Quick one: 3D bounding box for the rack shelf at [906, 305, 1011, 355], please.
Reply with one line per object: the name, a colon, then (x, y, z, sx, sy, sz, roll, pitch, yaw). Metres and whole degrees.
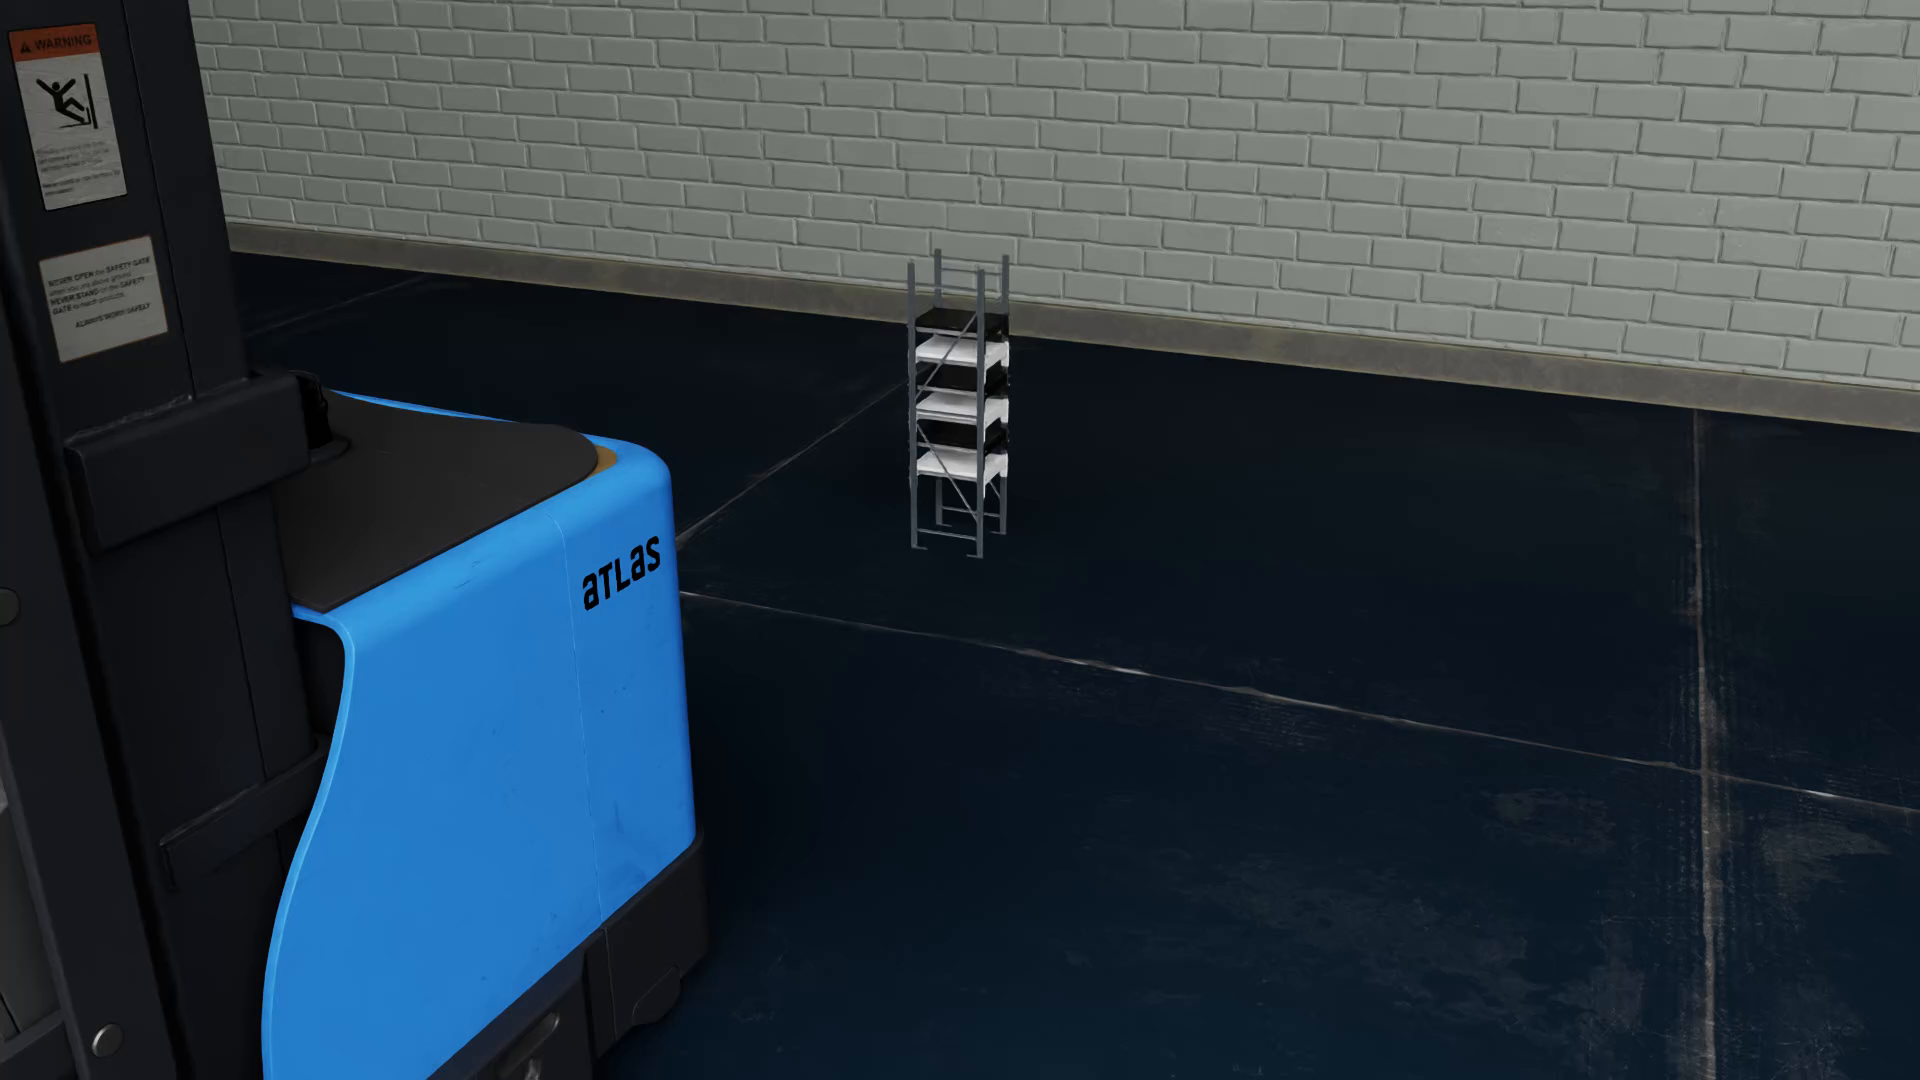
rack shelf: (-0.003, -0.631, 4.978, 0.258, 0.077, 0.200, 9, 24, 20)

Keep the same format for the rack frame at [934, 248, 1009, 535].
rack frame: (0.035, -0.449, 5.157, 0.240, 0.900, 0.006, 9, 24, 20)

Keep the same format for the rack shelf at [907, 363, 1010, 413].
rack shelf: (-0.003, -0.465, 5.048, 0.258, 0.077, 0.200, 9, 24, 20)

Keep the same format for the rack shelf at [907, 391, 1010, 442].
rack shelf: (-0.003, -0.382, 5.082, 0.258, 0.077, 0.200, 9, 24, 20)

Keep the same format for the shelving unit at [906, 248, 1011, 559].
shelving unit: (-0.003, -0.412, 5.070, 0.258, 0.900, 0.210, 9, 24, 20)

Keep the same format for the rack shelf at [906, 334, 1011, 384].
rack shelf: (-0.003, -0.548, 5.013, 0.258, 0.077, 0.200, 9, 24, 20)

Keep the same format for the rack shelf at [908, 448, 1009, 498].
rack shelf: (-0.003, -0.215, 5.152, 0.258, 0.077, 0.200, 9, 24, 20)

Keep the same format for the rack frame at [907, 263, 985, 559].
rack frame: (-0.041, -0.376, 4.983, 0.240, 0.900, 0.006, 9, 24, 20)

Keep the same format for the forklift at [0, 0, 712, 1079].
forklift: (-1.572, -0.091, 1.666, 1.130, 2.935, 3.031, 10, 25, 24)

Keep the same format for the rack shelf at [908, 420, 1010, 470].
rack shelf: (-0.003, -0.299, 5.117, 0.258, 0.077, 0.200, 9, 24, 20)
